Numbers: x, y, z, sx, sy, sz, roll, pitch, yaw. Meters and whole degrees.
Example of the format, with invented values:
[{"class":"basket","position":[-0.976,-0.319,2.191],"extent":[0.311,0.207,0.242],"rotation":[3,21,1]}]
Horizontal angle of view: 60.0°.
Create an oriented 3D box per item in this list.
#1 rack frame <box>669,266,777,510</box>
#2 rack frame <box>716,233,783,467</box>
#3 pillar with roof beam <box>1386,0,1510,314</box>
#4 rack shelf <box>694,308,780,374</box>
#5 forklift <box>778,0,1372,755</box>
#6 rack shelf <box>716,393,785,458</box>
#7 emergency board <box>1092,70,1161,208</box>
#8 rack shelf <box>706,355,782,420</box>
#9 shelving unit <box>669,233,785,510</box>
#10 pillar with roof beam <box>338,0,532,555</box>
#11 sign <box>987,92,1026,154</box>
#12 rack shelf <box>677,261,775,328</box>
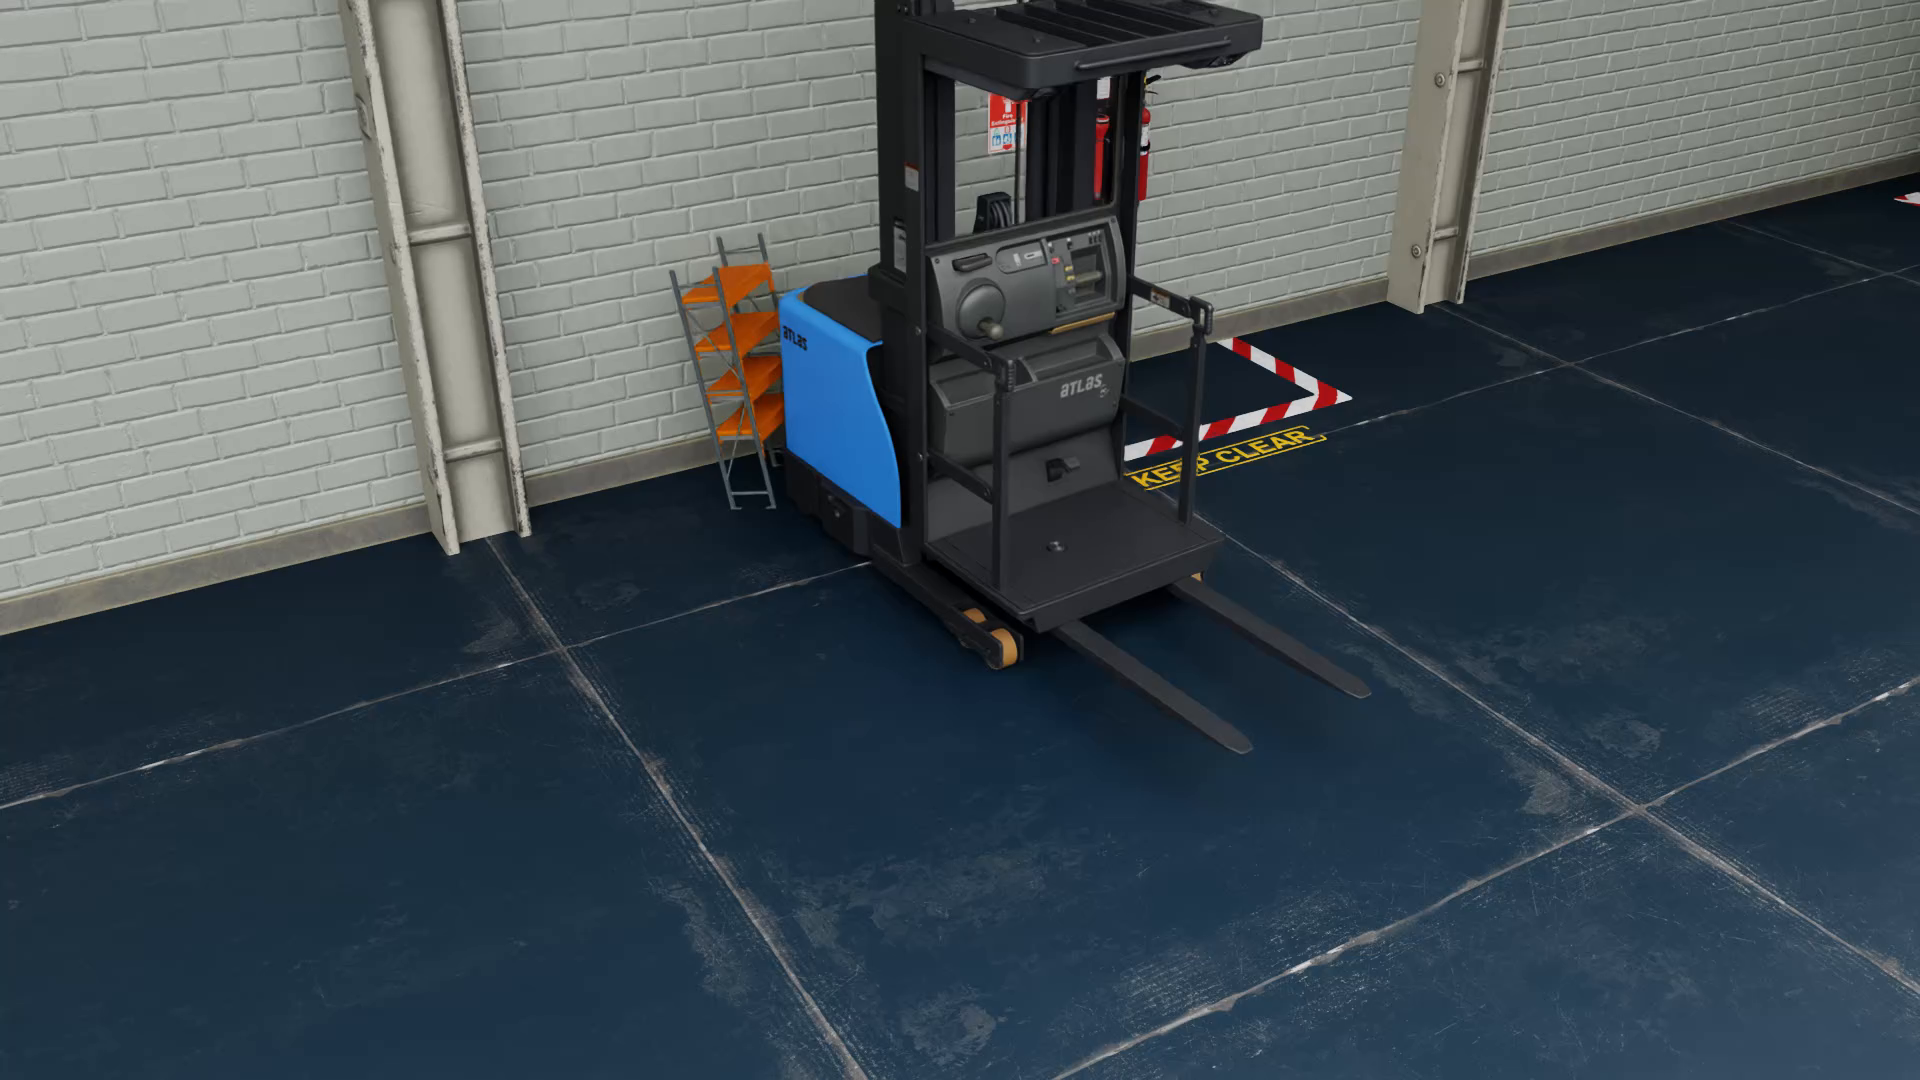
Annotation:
[{"class":"rack frame","position":[-1.093,-0.685,7.715],"extent":[0.240,1.200,0.015],"rotation":[-1,27,21]},{"class":"rack frame","position":[-0.940,-0.908,8.121],"extent":[0.240,1.200,0.015],"rotation":[-1,27,21]},{"class":"pillar with roof beam","position":[5.101,-3.656,5.062],"extent":[0.400,9.000,9.100],"rotation":[-16,33,-26]},{"class":"rack shelf","position":[-1.044,-0.936,7.852],"extent":[0.258,0.148,0.480],"rotation":[-1,27,21]},{"class":"forklift","position":[0.410,-1.020,6.564],"extent":[1.130,2.935,3.031],"rotation":[-19,34,-30]},{"class":"rack shelf","position":[-0.970,-0.560,8.030],"extent":[0.258,0.148,0.480],"rotation":[-1,27,21]},{"class":"emergency board","position":[0.770,-2.234,8.694],"extent":[0.643,1.169,0.194],"rotation":[-16,33,-26]},{"class":"rack shelf","position":[-1.005,-0.737,7.946],"extent":[0.258,0.148,0.480],"rotation":[-1,27,21]},{"class":"shelving unit","position":[-1.016,-0.796,7.918],"extent":[0.258,1.200,0.503],"rotation":[-1,27,21]},{"class":"pillar with roof beam","position":[-0.072,-2.188,2.400],"extent":[0.400,9.000,9.100],"rotation":[-16,33,-26]},{"class":"sign","position":[0.241,-2.157,8.518],"extent":[0.234,0.329,0.001],"rotation":[-16,33,-26]},{"class":"rack shelf","position":[-1.086,-1.146,7.752],"extent":[0.258,0.148,0.480],"rotation":[-1,27,21]}]
